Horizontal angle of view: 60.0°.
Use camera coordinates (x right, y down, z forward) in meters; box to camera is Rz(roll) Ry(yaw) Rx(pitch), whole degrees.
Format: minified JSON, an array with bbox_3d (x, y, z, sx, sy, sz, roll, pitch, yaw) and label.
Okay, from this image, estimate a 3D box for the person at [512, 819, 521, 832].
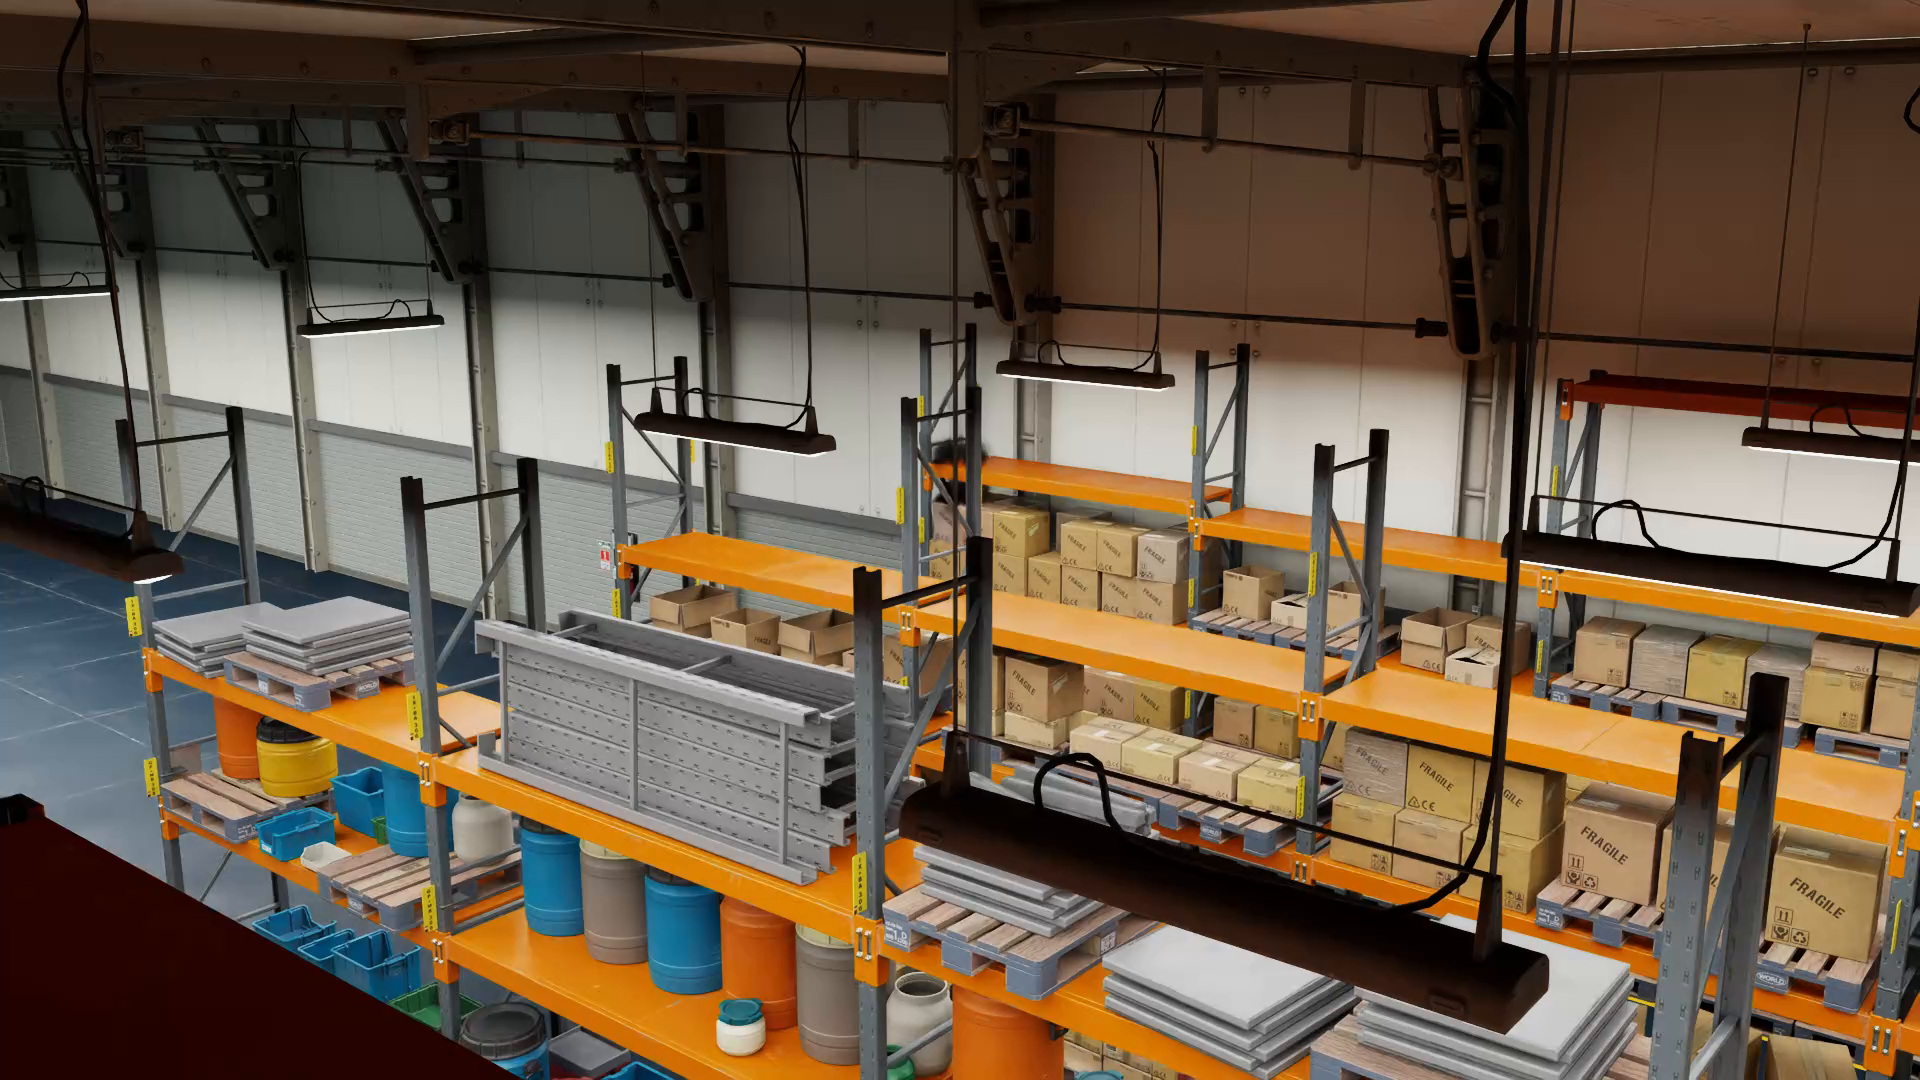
[{"bbox_3d":[-5.293,2.982,19.065,1.003,1.574,0.540,-6,14,-23],"label":"person"}]
